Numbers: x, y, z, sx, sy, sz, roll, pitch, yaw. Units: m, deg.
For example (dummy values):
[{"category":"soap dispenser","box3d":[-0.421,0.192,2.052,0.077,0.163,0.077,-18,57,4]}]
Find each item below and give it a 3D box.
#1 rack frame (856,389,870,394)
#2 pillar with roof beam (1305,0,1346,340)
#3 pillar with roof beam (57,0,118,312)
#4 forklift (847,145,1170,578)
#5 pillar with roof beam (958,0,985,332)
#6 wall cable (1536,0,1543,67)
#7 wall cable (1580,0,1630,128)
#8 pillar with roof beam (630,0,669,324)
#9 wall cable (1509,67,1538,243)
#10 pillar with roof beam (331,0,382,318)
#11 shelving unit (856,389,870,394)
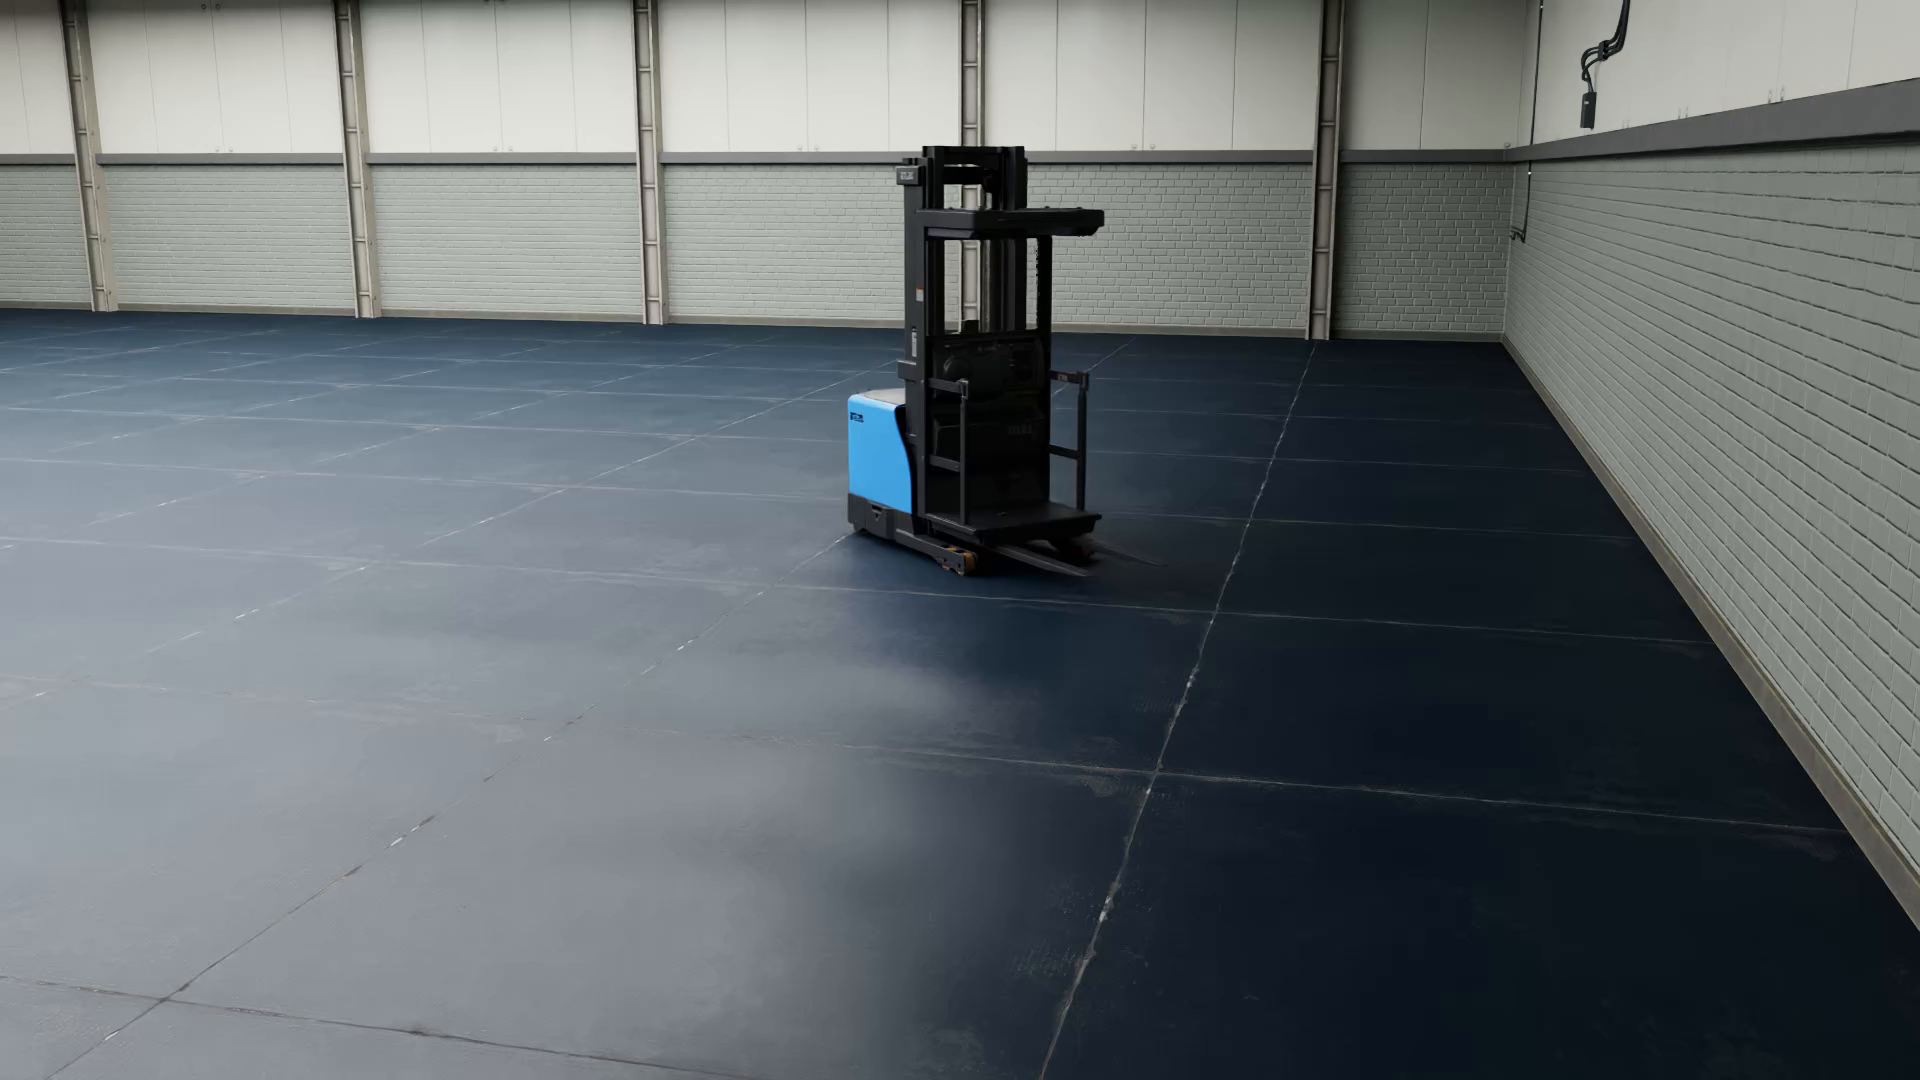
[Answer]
[{"category":"rack frame","box3d":[-0.777,-0.686,13.399,0.008,1.050,0.200,7,14,27]},{"category":"pillar with roof beam","box3d":[4.993,-6.878,22.960,0.400,9.000,9.100,3,13,14]},{"category":"pillar with roof beam","box3d":[-18.308,-8.124,28.574,0.400,9.000,9.100,3,13,14]},{"category":"forklift","box3d":[0.315,-1.294,11.798,1.130,2.935,3.031,-8,15,-31]},{"category":"pillar with roof beam","box3d":[-0.833,-7.190,24.363,0.400,9.000,9.100,3,13,14]},{"category":"wall cable","box3d":[7.919,-7.733,22.323,0.112,2.526,3.097,3,13,14]},{"category":"wall cable","box3d":[6.277,-7.017,15.735,0.169,6.003,2.305,3,13,14]},{"category":"pillar with roof beam","box3d":[-6.658,-7.501,25.767,0.400,9.000,9.100,3,13,14]},{"category":"wall cable","box3d":[8.567,-5.837,25.434,0.112,2.526,3.097,3,13,14]},{"category":"pillar with roof beam","box3d":[-12.483,-7.812,27.170,0.400,9.000,9.100,3,13,14]},{"category":"shelving unit","box3d":[-0.669,-0.673,13.343,0.252,1.050,0.215,7,14,27]}]
